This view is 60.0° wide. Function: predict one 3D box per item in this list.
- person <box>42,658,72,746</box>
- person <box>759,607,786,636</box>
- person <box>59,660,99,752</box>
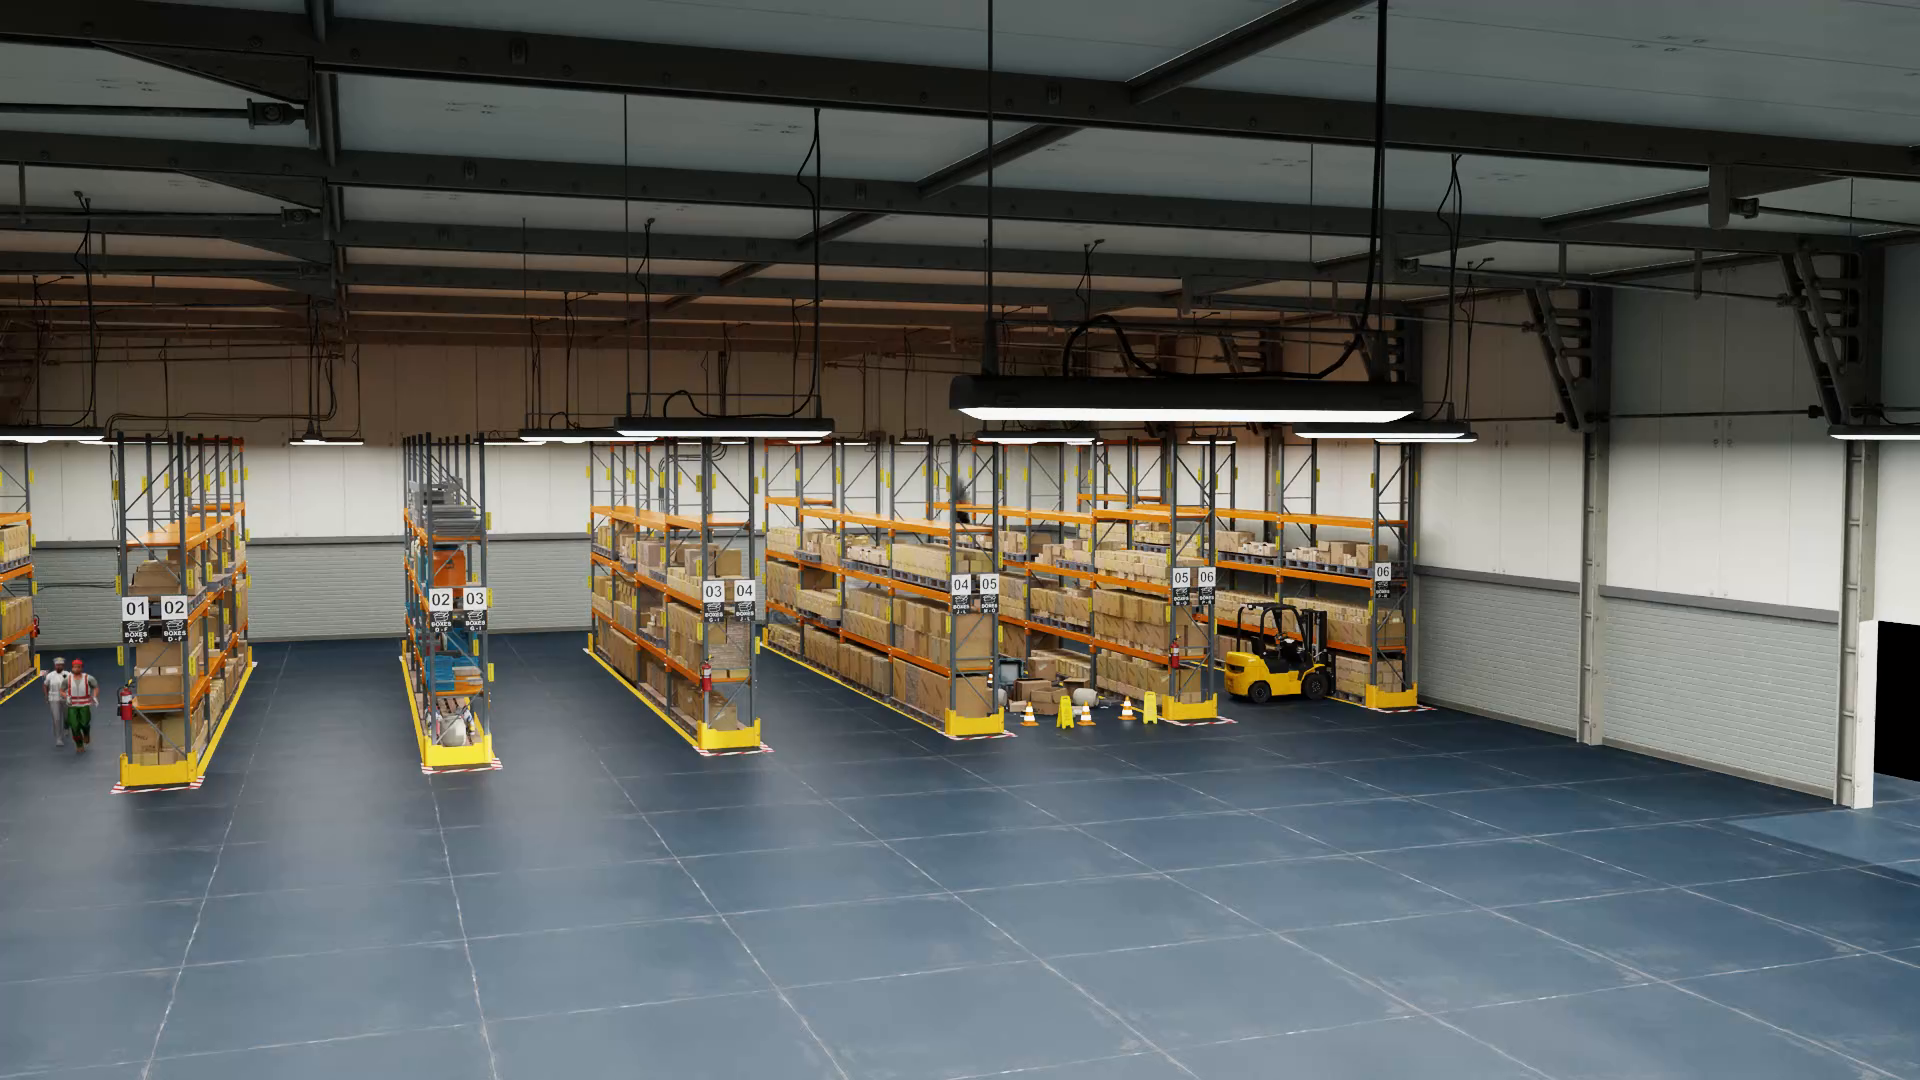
[{"bbox_3d":[-17.408,3.098,32.157,0.588,1.670,0.850,-2,4,-28],"label":"person"},{"bbox_3d":[-5.551,1.968,49.460,0.928,1.749,0.730,-2,4,-28],"label":"person"},{"bbox_3d":[-16.564,3.121,31.258,0.655,1.742,0.594,-1,3,-24],"label":"person"}]
